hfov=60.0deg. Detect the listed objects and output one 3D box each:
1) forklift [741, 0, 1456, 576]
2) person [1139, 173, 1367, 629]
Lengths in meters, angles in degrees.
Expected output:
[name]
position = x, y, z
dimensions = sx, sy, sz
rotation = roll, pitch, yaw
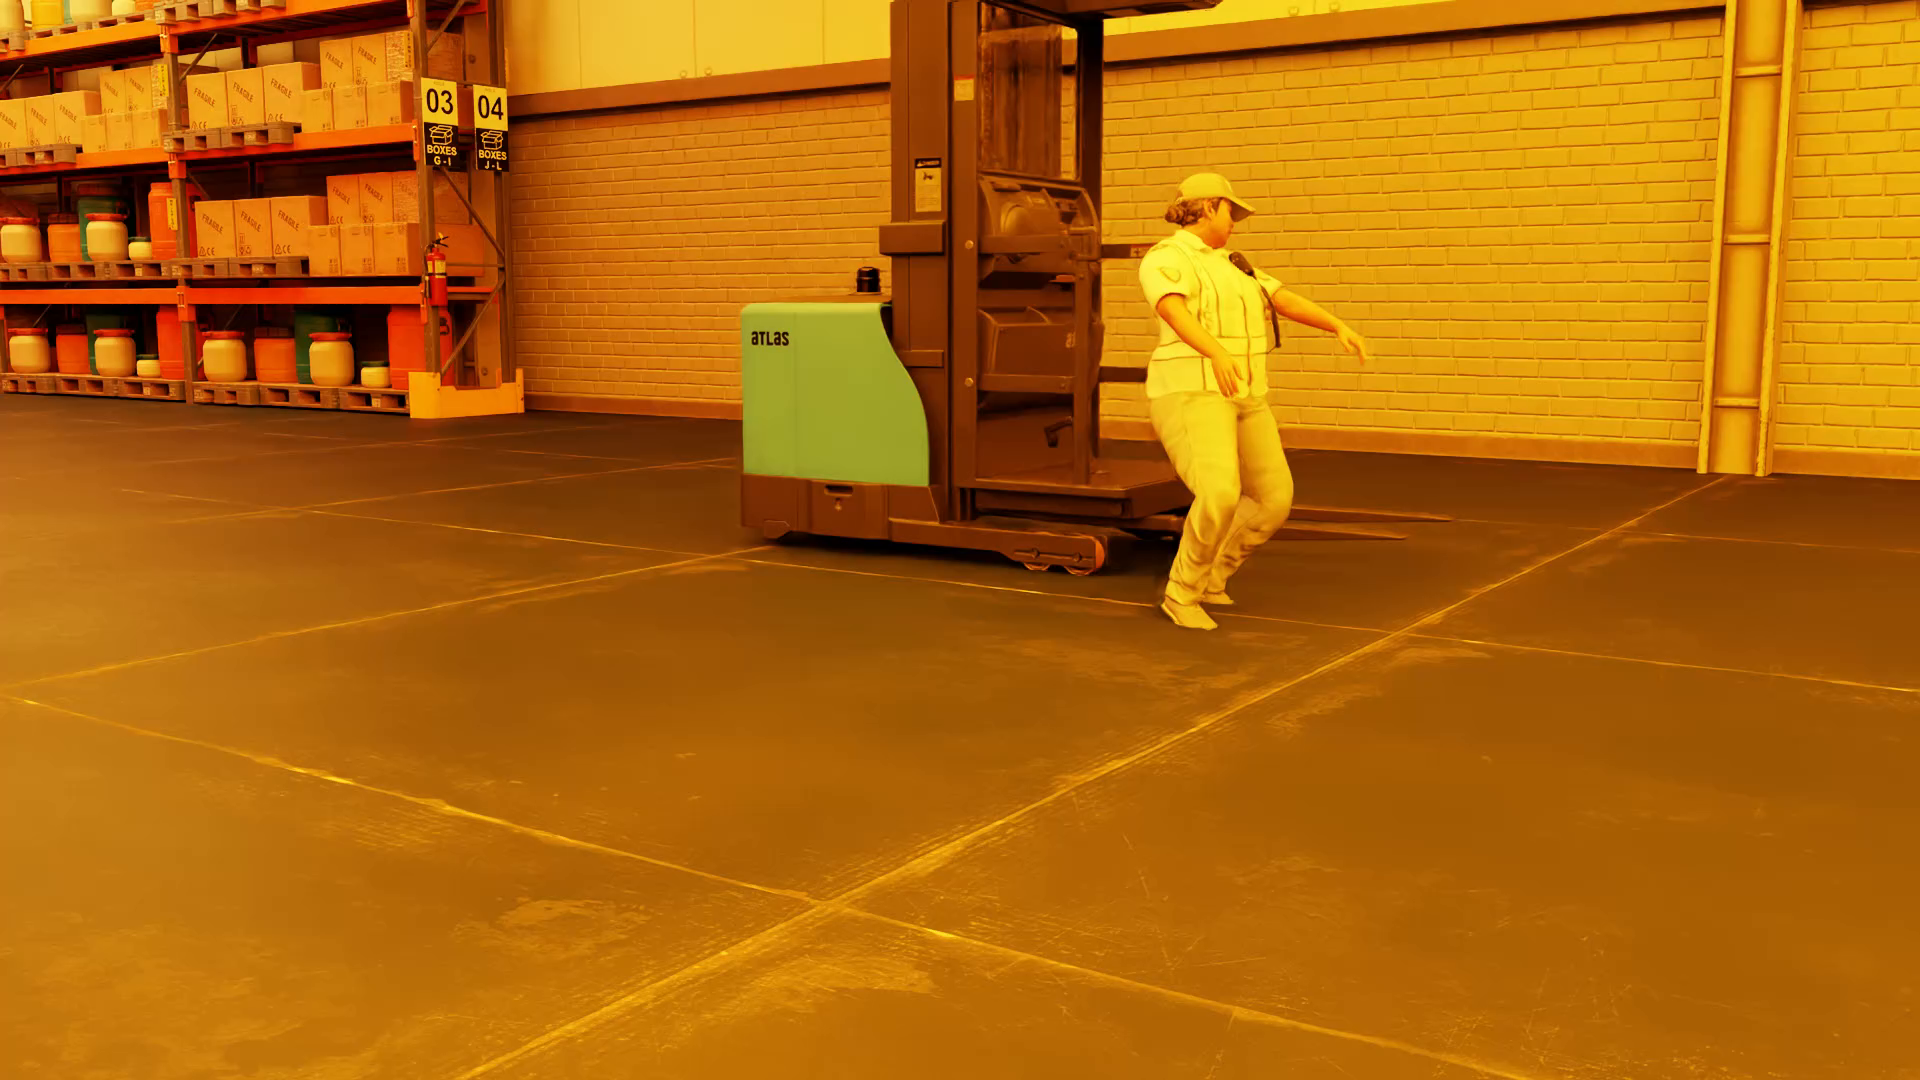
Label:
[forklift]
position = 0.523, -1.392, 6.983
dimensions = 3.031, 2.935, 1.130
rotation = 5, 10, 32
[person]
position = 0.943, -0.457, 5.662
dimensions = 0.675, 1.588, 0.702
rotation = 8, 11, 43
